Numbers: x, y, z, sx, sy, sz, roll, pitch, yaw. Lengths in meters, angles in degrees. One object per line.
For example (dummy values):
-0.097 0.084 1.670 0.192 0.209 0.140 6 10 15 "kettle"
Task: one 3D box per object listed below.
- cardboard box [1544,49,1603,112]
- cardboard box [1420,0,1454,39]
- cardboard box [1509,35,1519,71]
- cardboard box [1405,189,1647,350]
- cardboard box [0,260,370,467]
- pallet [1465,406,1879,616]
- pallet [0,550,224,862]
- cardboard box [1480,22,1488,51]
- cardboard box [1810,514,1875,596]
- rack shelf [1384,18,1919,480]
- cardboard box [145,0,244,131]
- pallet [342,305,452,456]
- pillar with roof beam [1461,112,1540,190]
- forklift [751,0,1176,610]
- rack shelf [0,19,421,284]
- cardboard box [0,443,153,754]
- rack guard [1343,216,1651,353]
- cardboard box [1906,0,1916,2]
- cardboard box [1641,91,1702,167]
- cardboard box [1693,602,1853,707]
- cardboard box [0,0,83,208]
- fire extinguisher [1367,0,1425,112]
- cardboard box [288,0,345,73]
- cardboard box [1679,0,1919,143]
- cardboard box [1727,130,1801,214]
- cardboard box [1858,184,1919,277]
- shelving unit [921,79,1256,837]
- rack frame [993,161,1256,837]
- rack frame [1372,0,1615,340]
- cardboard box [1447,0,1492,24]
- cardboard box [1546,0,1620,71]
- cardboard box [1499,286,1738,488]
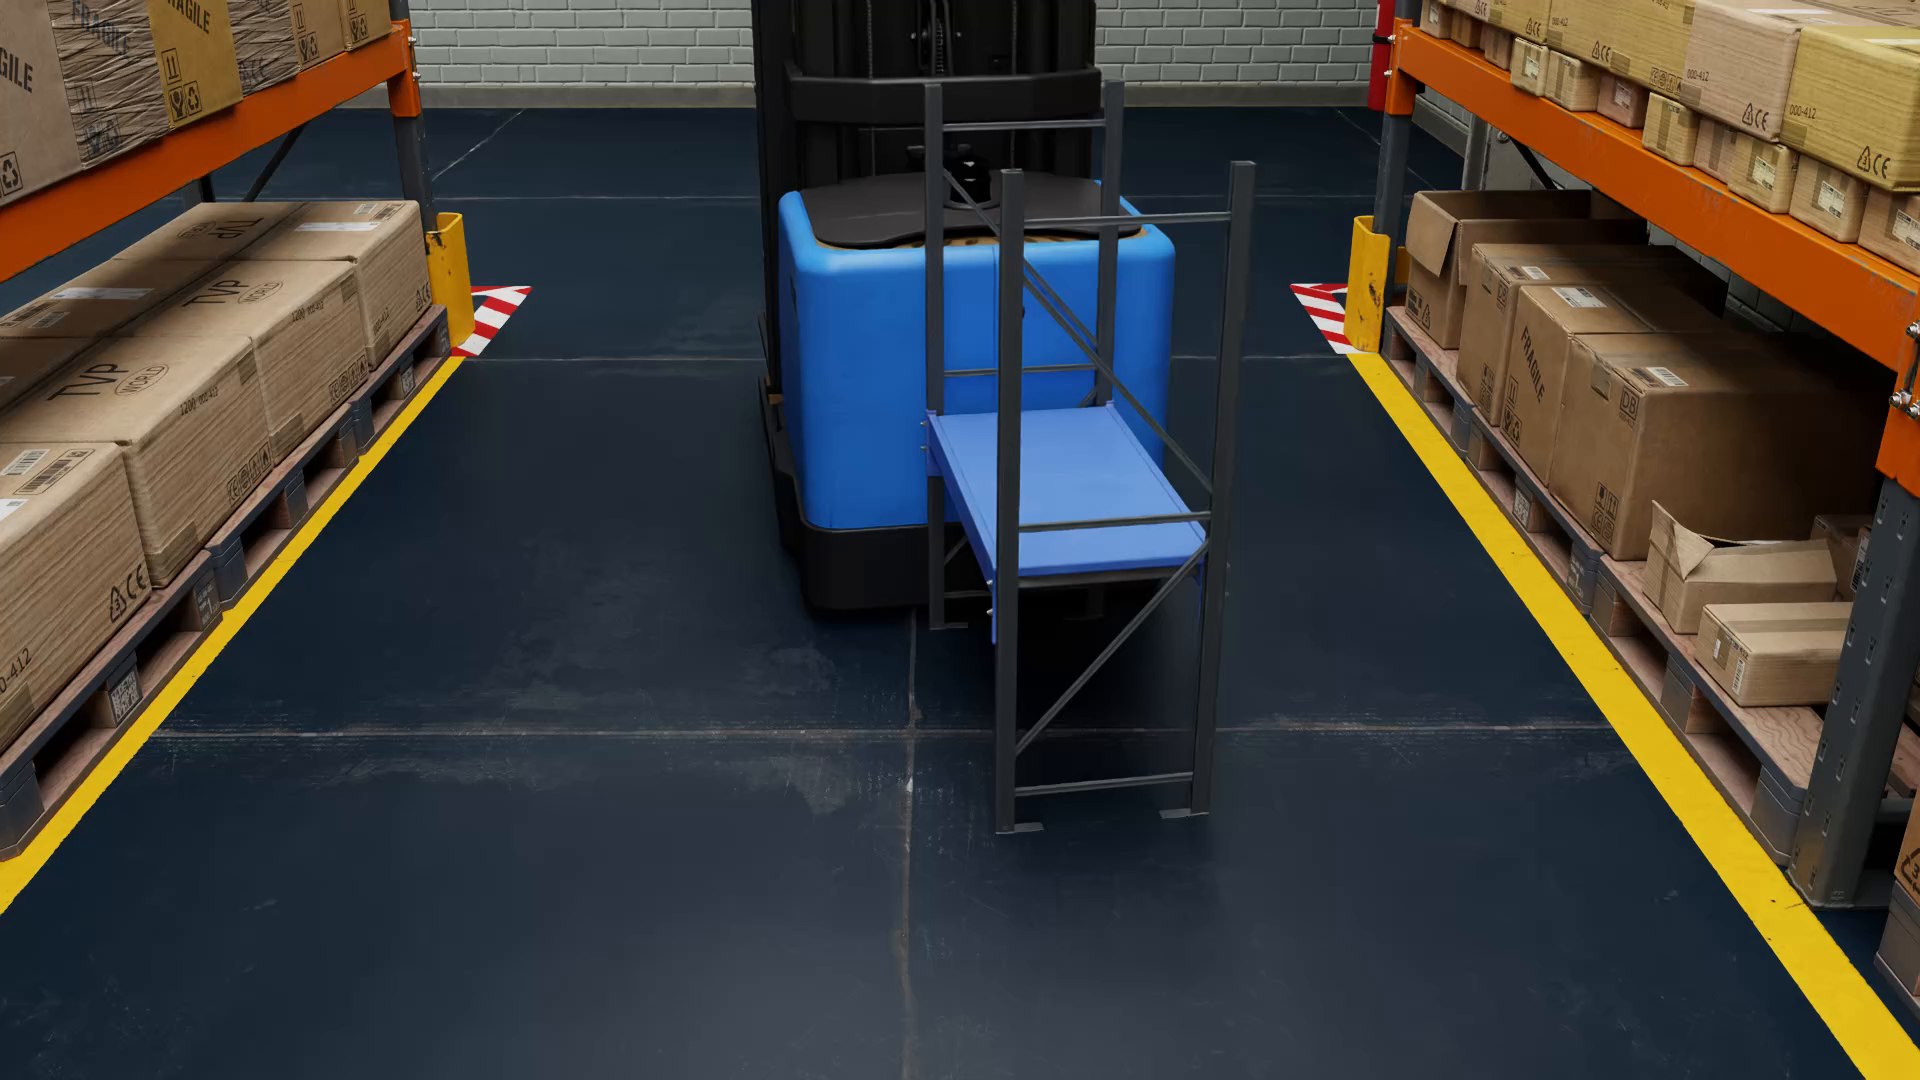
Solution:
1.972 -1.367 4.938 0.380 0.149 0.250 0 24 1 "cardboard box"
1.984 -2.007 6.351 0.380 0.149 0.250 0 24 -1 "cardboard box"
2.021 -1.580 5.408 0.380 0.149 0.250 0 24 0 "cardboard box"
2.167 -1.059 6.472 0.797 0.503 0.637 -1 24 -3 "cardboard box"
-2.583 -0.609 5.557 0.875 0.438 0.875 0 24 1 "cardboard box"
2.276 -0.126 5.272 1.003 0.211 1.213 0 24 -1 "pallet"
-2.595 0.371 4.173 1.003 0.211 1.213 0 24 -1 "pallet"
2.071 -1.794 5.881 0.380 0.149 0.250 -1 24 -1 "cardboard box"
2.523 0.046 4.458 0.380 0.149 0.250 -1 24 -1 "cardboard box"
2.277 -1.106 4.928 1.077 0.370 4.000 0 24 -1 "rack shelf"
-2.414 -1.450 4.695 0.500 0.500 0.500 0 24 1 "cardboard box"
-2.621 -0.634 6.396 1.003 0.211 1.213 0 24 -1 "pallet"
-1.178 -6.087 7.788 9.100 9.000 0.400 0 24 -1 "pillar with roof beam"
-0.153 -1.718 5.492 1.130 2.935 3.031 -4 25 -9 "forklift"
-2.686 -1.082 4.875 1.077 0.370 4.000 0 24 -1 "rack shelf"
-2.564 0.131 3.919 0.875 0.438 0.875 -1 24 -1 "cardboard box"
2.256 -1.087 7.048 1.175 0.500 0.348 0 24 -1 "rack guard"
2.547 -1.301 4.308 0.500 0.250 0.500 0 24 1 "cardboard box"
1.985 -1.053 4.243 0.380 0.149 0.250 -1 24 -1 "cardboard box"
1.999 0.270 3.963 0.380 0.149 0.250 -1 24 -2 "cardboard box"
-2.409 -1.033 3.773 0.500 0.500 0.500 0 24 0 "cardboard box"
1.791 -2.111 6.824 0.296 0.674 0.183 0 24 -1 "fire extinguisher"
-2.448 -1.875 5.634 0.500 0.500 0.500 -1 24 -2 "cardboard box"
2.029 -1.092 3.845 0.500 0.250 0.500 0 24 0 "cardboard box"
1.991 -0.839 3.771 0.380 0.149 0.250 0 24 1 "cardboard box"
2.043 -0.625 3.297 0.380 0.149 0.250 0 24 0 "cardboard box"
0.242 -0.241 3.963 0.538 1.500 1.048 -4 25 -9 "shelving unit"
0.325 -0.034 3.506 0.500 1.500 0.032 -4 25 -9 "rack frame"
2.255 -2.258 6.602 1.000 3.000 0.127 0 24 -1 "rack frame"
1.996 -1.929 5.696 0.500 0.250 0.500 0 24 0 "cardboard box"
2.032 -1.510 4.769 0.500 0.250 0.500 -1 24 -2 "cardboard box"
2.043 -0.487 5.210 0.500 0.500 0.500 0 24 0 "cardboard box"
